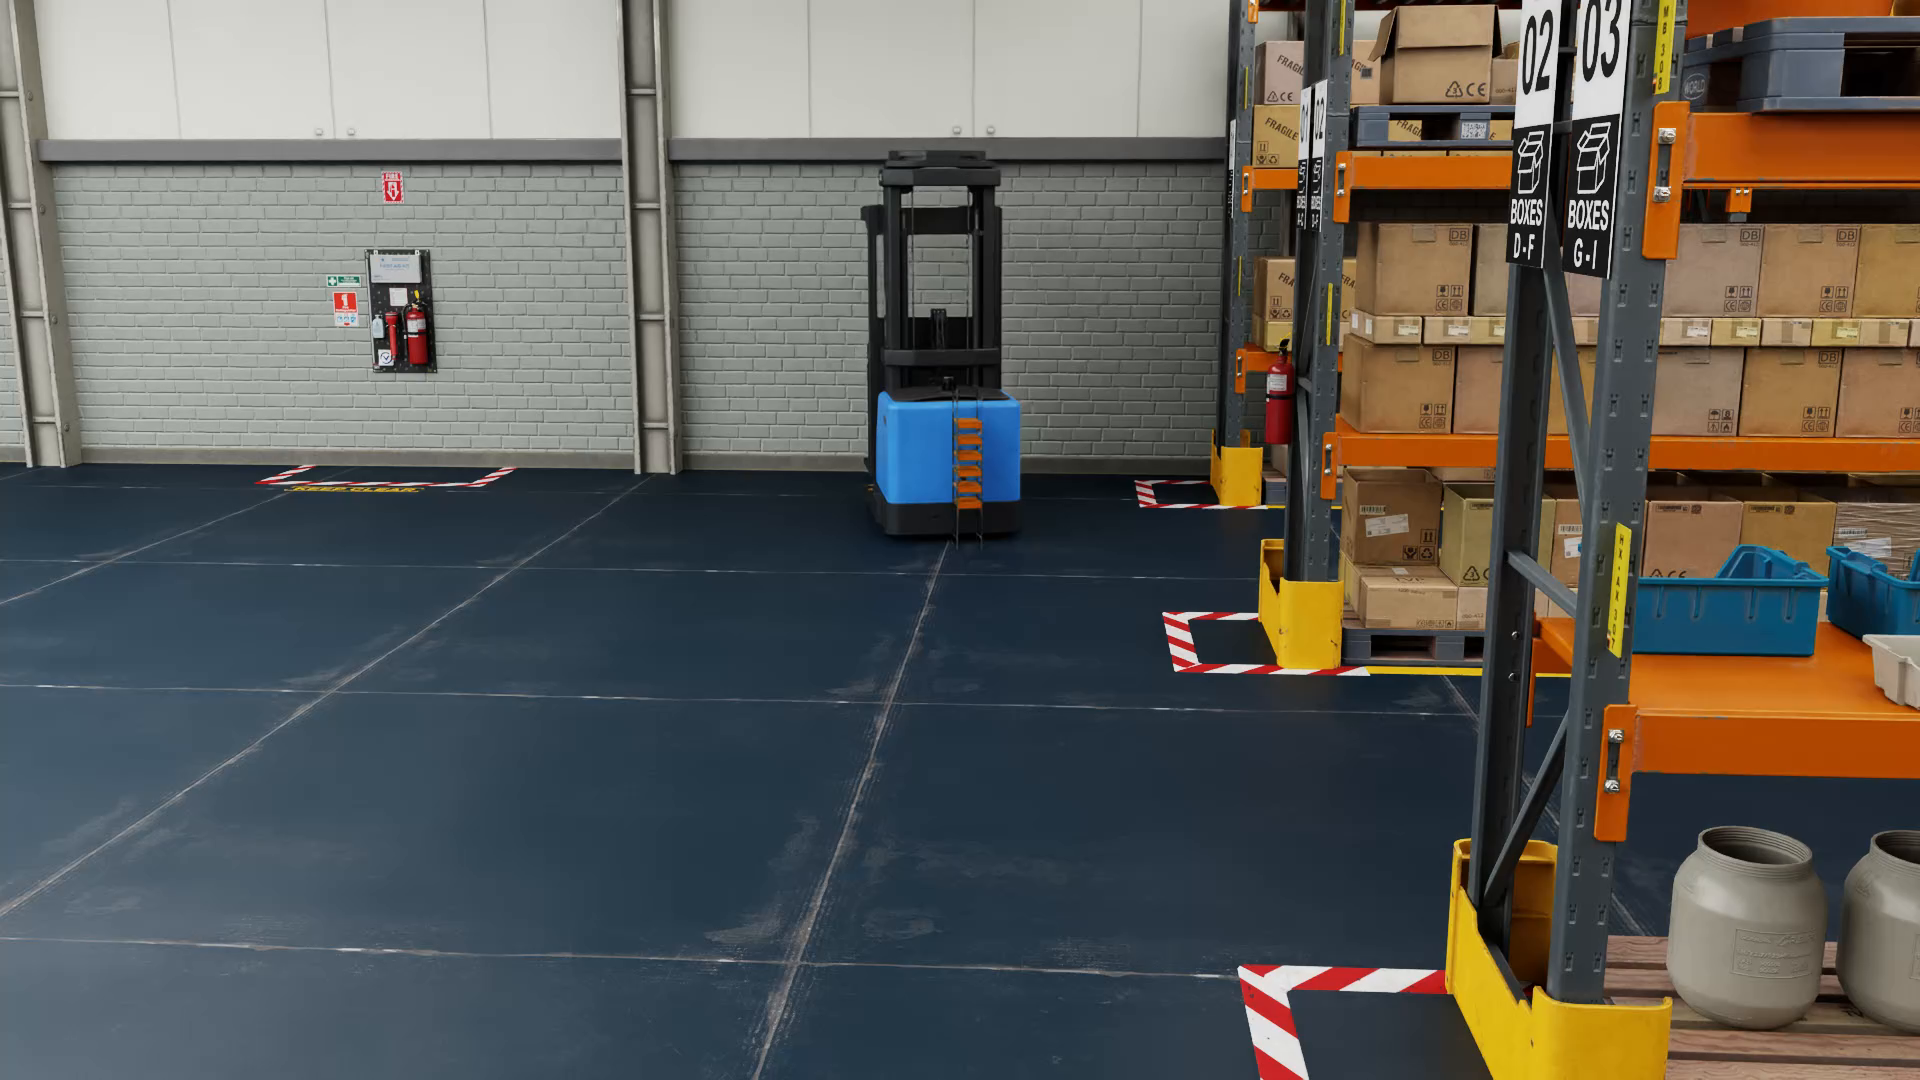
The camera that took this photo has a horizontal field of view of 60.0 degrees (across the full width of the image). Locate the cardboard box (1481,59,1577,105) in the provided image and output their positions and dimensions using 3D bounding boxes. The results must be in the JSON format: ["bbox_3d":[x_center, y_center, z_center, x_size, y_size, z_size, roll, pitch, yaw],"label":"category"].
[{"bbox_3d":[3.193,-2.570,9.401,0.500,0.250,0.500,1,12,4],"label":"cardboard box"}]

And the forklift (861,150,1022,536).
[{"bbox_3d":[-0.237,-1.718,13.824,1.130,2.935,3.031,-2,12,-8],"label":"forklift"}]

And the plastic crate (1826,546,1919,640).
[{"bbox_3d":[2.858,0.177,4.958,0.408,0.251,0.499,1,12,4],"label":"plastic crate"}]

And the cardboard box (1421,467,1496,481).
[{"bbox_3d":[4.335,-0.811,14.350,0.500,0.500,0.700,0,12,0],"label":"cardboard box"}]

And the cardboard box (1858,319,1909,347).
[{"bbox_3d":[4.961,-1.145,9.087,0.250,0.149,0.380,1,12,4],"label":"cardboard box"}]

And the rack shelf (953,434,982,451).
[{"bbox_3d":[0.054,-0.728,12.362,0.180,0.103,0.258,-2,12,-9],"label":"rack shelf"}]

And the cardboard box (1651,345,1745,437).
[{"bbox_3d":[4.036,-0.882,9.416,0.500,0.500,0.700,1,12,5],"label":"cardboard box"}]

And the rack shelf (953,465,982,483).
[{"bbox_3d":[0.054,-0.493,12.411,0.180,0.103,0.258,-2,12,-9],"label":"rack shelf"}]

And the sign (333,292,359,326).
[{"bbox_3d":[-5.885,-2.212,15.930,0.234,0.329,0.001,1,12,4],"label":"sign"}]

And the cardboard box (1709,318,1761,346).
[{"bbox_3d":[4.200,-1.155,9.137,0.250,0.149,0.380,1,12,6],"label":"cardboard box"}]

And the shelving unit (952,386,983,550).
[{"bbox_3d":[0.054,-0.536,12.402,0.189,1.200,0.258,-2,12,-9],"label":"shelving unit"}]

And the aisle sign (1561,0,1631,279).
[{"bbox_3d":[1.600,-1.065,4.183,0.004,0.787,0.394,1,12,4],"label":"aisle sign"}]

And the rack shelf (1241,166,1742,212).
[{"bbox_3d":[4.349,-2.964,14.042,4.000,0.370,1.077,1,12,4],"label":"rack shelf"}]

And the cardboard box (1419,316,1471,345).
[{"bbox_3d":[2.667,-1.177,9.241,0.250,0.149,0.380,0,12,2],"label":"cardboard box"}]

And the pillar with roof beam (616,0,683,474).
[{"bbox_3d":[-3.165,-4.181,10.779,0.400,9.000,9.100,1,12,4],"label":"pillar with roof beam"}]

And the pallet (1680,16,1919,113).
[{"bbox_3d":[2.510,-1.196,4.293,1.213,0.211,1.003,1,12,4],"label":"pallet"}]

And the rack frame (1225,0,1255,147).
[{"bbox_3d":[2.353,-4.812,13.792,0.127,3.000,1.000,1,12,4],"label":"rack frame"}]

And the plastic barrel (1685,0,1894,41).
[{"bbox_3d":[2.185,-1.755,4.429,0.708,0.830,0.600,1,12,4],"label":"plastic barrel"}]

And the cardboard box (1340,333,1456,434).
[{"bbox_3d":[2.491,-0.903,9.515,0.500,0.500,0.700,1,12,4],"label":"cardboard box"}]

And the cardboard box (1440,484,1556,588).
[{"bbox_3d":[3.045,-0.031,9.447,0.500,0.500,0.500,1,12,4],"label":"cardboard box"}]

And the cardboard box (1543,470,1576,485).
[{"bbox_3d":[3.580,-0.133,9.934,0.500,0.500,0.500,1,12,4],"label":"cardboard box"}]

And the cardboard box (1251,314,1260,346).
[{"bbox_3d":[2.833,-1.845,14.578,0.500,0.250,0.500,1,12,5],"label":"cardboard box"}]

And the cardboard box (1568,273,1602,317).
[{"bbox_3d":[3.572,-1.525,9.317,0.500,0.500,0.700,1,12,4],"label":"cardboard box"}]

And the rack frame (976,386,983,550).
[{"bbox_3d":[0.144,-0.539,12.416,0.006,1.200,0.240,-2,12,-9],"label":"rack frame"}]

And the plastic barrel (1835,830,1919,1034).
[{"bbox_3d":[2.853,1.161,4.941,0.421,0.512,0.421,0,12,0],"label":"plastic barrel"}]

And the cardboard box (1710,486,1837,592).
[{"bbox_3d":[4.543,-0.012,9.358,0.500,0.500,0.500,1,12,4],"label":"cardboard box"}]

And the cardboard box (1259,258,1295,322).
[{"bbox_3d":[2.810,-2.111,14.018,0.500,0.500,0.500,1,12,4],"label":"cardboard box"}]

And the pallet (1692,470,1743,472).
[{"bbox_3d":[7.121,-0.445,14.381,1.213,0.211,1.003,1,12,4],"label":"pallet"}]

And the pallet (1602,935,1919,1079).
[{"bbox_3d":[2.581,1.517,4.999,1.213,0.211,1.003,1,12,4],"label":"pallet"}]

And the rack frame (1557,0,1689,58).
[{"bbox_3d":[1.691,-2.788,4.117,0.127,3.000,1.000,1,12,4],"label":"rack frame"}]

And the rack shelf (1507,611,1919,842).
[{"bbox_3d":[3.687,0.528,4.674,4.000,0.370,1.077,1,12,4],"label":"rack shelf"}]

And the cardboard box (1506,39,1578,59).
[{"bbox_3d":[4.757,-3.799,13.540,0.500,0.500,0.500,0,12,2],"label":"cardboard box"}]

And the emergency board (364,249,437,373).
[{"bbox_3d":[-5.340,-2.166,15.797,0.643,1.169,0.194,1,12,4],"label":"emergency board"}]

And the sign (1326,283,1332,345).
[{"bbox_3d":[1.983,-1.212,8.930,0.005,0.325,0.100,1,12,4],"label":"sign"}]

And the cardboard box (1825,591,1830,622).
[{"bbox_3d":[5.042,0.361,9.404,0.500,0.250,0.500,1,12,4],"label":"cardboard box"}]

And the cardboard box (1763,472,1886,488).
[{"bbox_3d":[5.076,-0.111,9.829,0.500,0.500,0.500,1,12,4],"label":"cardboard box"}]

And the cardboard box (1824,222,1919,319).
[{"bbox_3d":[5.070,-1.504,9.218,0.500,0.500,0.700,1,12,4],"label":"cardboard box"}]

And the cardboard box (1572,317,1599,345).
[{"bbox_3d":[3.433,-1.166,9.190,0.250,0.149,0.380,0,12,2],"label":"cardboard box"}]

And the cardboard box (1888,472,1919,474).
[{"bbox_3d":[8.105,-0.794,14.266,0.500,0.500,0.700,1,12,4],"label":"cardboard box"}]

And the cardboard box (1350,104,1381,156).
[{"bbox_3d":[3.204,-3.332,13.751,0.500,0.500,0.500,2,12,8],"label":"cardboard box"}]

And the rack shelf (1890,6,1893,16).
[{"bbox_3d":[8.340,-4.182,13.514,4.000,0.370,1.077,1,12,4],"label":"rack shelf"}]

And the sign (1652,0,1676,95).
[{"bbox_3d":[1.650,-1.212,3.886,0.005,0.325,0.100,1,12,4],"label":"sign"}]

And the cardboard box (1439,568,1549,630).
[{"bbox_3d":[3.045,0.336,9.525,0.500,0.250,0.500,1,12,4],"label":"cardboard box"}]

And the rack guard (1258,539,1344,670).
[{"bbox_3d":[2.002,0.360,9.826,0.348,0.500,1.175,1,12,4],"label":"rack guard"}]

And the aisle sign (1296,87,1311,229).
[{"bbox_3d":[1.980,-2.196,9.593,0.004,0.787,0.394,1,12,4],"label":"aisle sign"}]

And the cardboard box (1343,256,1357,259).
[{"bbox_3d":[3.340,-2.207,14.477,0.500,0.500,0.500,1,12,5],"label":"cardboard box"}]
